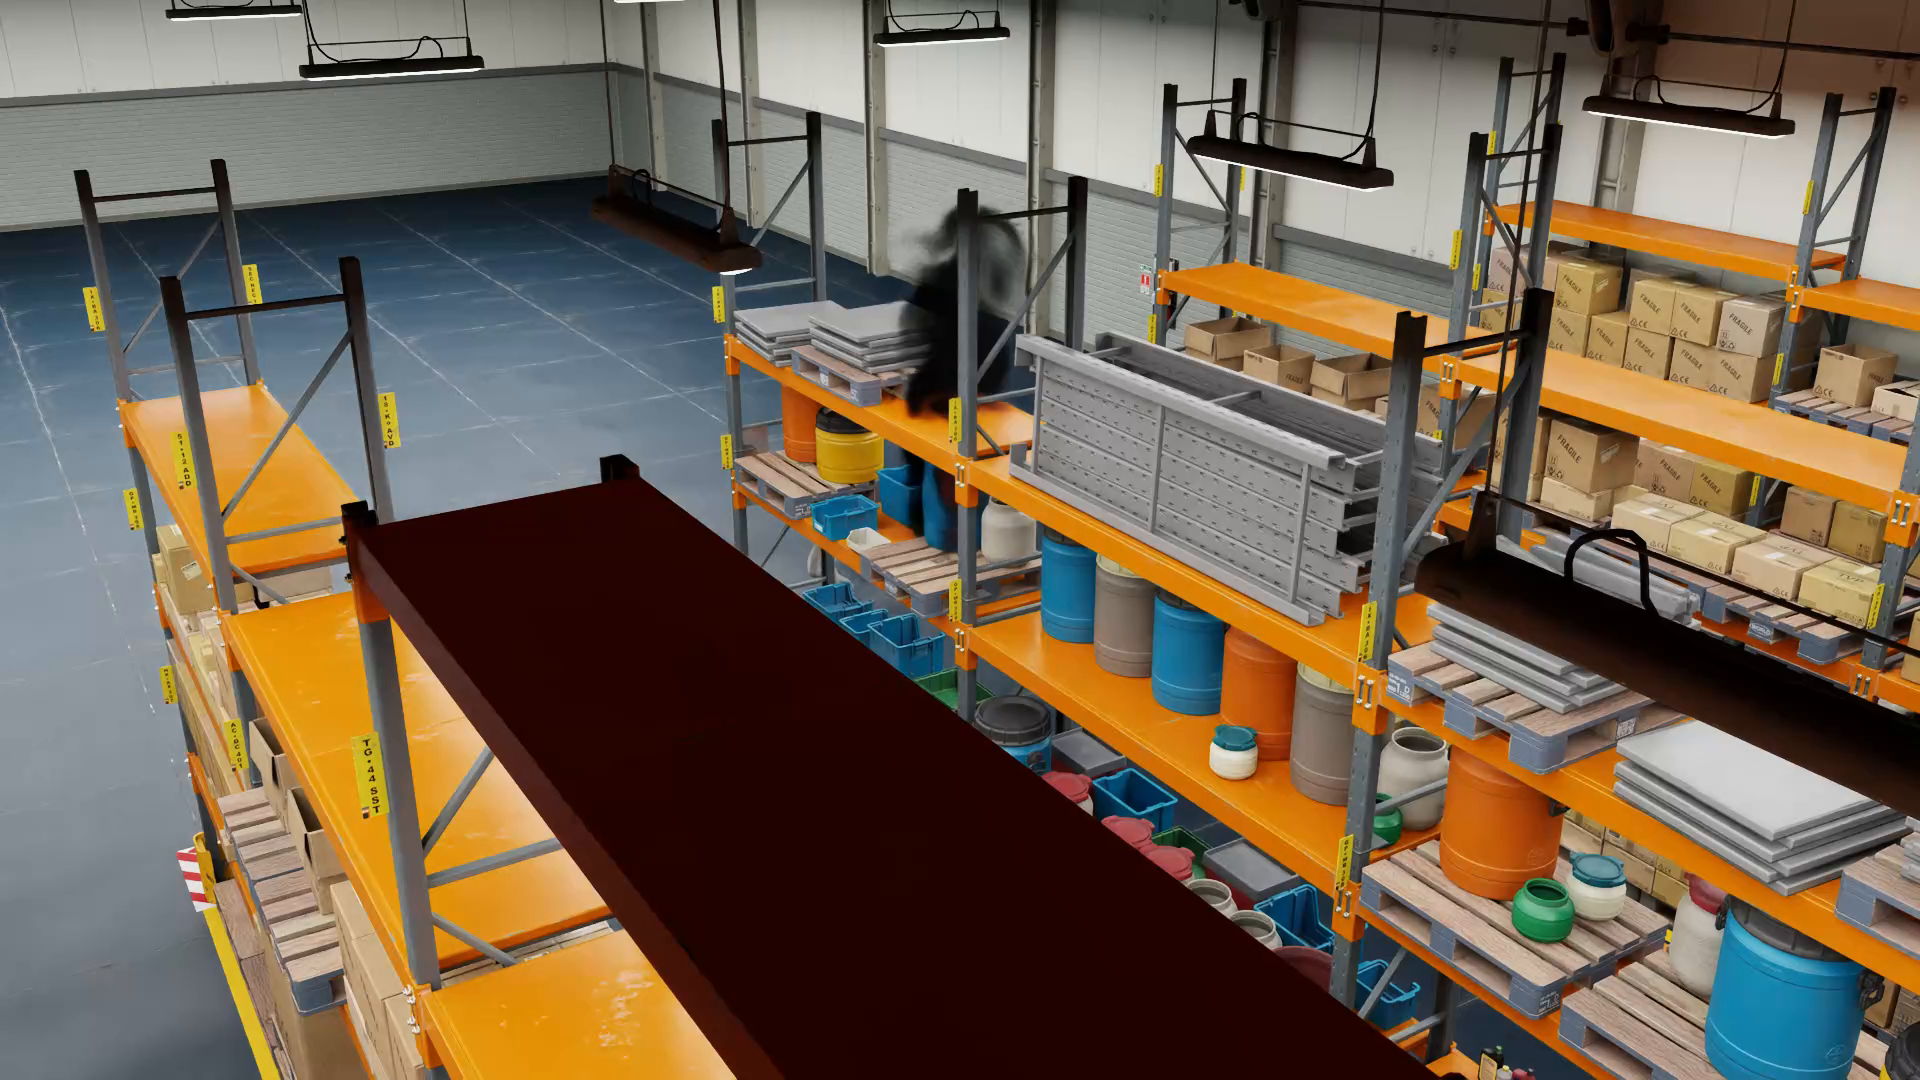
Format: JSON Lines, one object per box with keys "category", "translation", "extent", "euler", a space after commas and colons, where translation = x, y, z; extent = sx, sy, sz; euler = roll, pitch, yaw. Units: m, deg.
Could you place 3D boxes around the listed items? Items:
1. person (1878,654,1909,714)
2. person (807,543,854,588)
{"category": "person", "translation": [8.029, 1.750, 14.713], "extent": [0.711, 1.765, 0.837], "euler": [-14, 26, -30]}
{"category": "person", "translation": [-1.533, -0.056, 19.210], "extent": [0.584, 1.725, 0.705], "euler": [-1, 22, -3]}
